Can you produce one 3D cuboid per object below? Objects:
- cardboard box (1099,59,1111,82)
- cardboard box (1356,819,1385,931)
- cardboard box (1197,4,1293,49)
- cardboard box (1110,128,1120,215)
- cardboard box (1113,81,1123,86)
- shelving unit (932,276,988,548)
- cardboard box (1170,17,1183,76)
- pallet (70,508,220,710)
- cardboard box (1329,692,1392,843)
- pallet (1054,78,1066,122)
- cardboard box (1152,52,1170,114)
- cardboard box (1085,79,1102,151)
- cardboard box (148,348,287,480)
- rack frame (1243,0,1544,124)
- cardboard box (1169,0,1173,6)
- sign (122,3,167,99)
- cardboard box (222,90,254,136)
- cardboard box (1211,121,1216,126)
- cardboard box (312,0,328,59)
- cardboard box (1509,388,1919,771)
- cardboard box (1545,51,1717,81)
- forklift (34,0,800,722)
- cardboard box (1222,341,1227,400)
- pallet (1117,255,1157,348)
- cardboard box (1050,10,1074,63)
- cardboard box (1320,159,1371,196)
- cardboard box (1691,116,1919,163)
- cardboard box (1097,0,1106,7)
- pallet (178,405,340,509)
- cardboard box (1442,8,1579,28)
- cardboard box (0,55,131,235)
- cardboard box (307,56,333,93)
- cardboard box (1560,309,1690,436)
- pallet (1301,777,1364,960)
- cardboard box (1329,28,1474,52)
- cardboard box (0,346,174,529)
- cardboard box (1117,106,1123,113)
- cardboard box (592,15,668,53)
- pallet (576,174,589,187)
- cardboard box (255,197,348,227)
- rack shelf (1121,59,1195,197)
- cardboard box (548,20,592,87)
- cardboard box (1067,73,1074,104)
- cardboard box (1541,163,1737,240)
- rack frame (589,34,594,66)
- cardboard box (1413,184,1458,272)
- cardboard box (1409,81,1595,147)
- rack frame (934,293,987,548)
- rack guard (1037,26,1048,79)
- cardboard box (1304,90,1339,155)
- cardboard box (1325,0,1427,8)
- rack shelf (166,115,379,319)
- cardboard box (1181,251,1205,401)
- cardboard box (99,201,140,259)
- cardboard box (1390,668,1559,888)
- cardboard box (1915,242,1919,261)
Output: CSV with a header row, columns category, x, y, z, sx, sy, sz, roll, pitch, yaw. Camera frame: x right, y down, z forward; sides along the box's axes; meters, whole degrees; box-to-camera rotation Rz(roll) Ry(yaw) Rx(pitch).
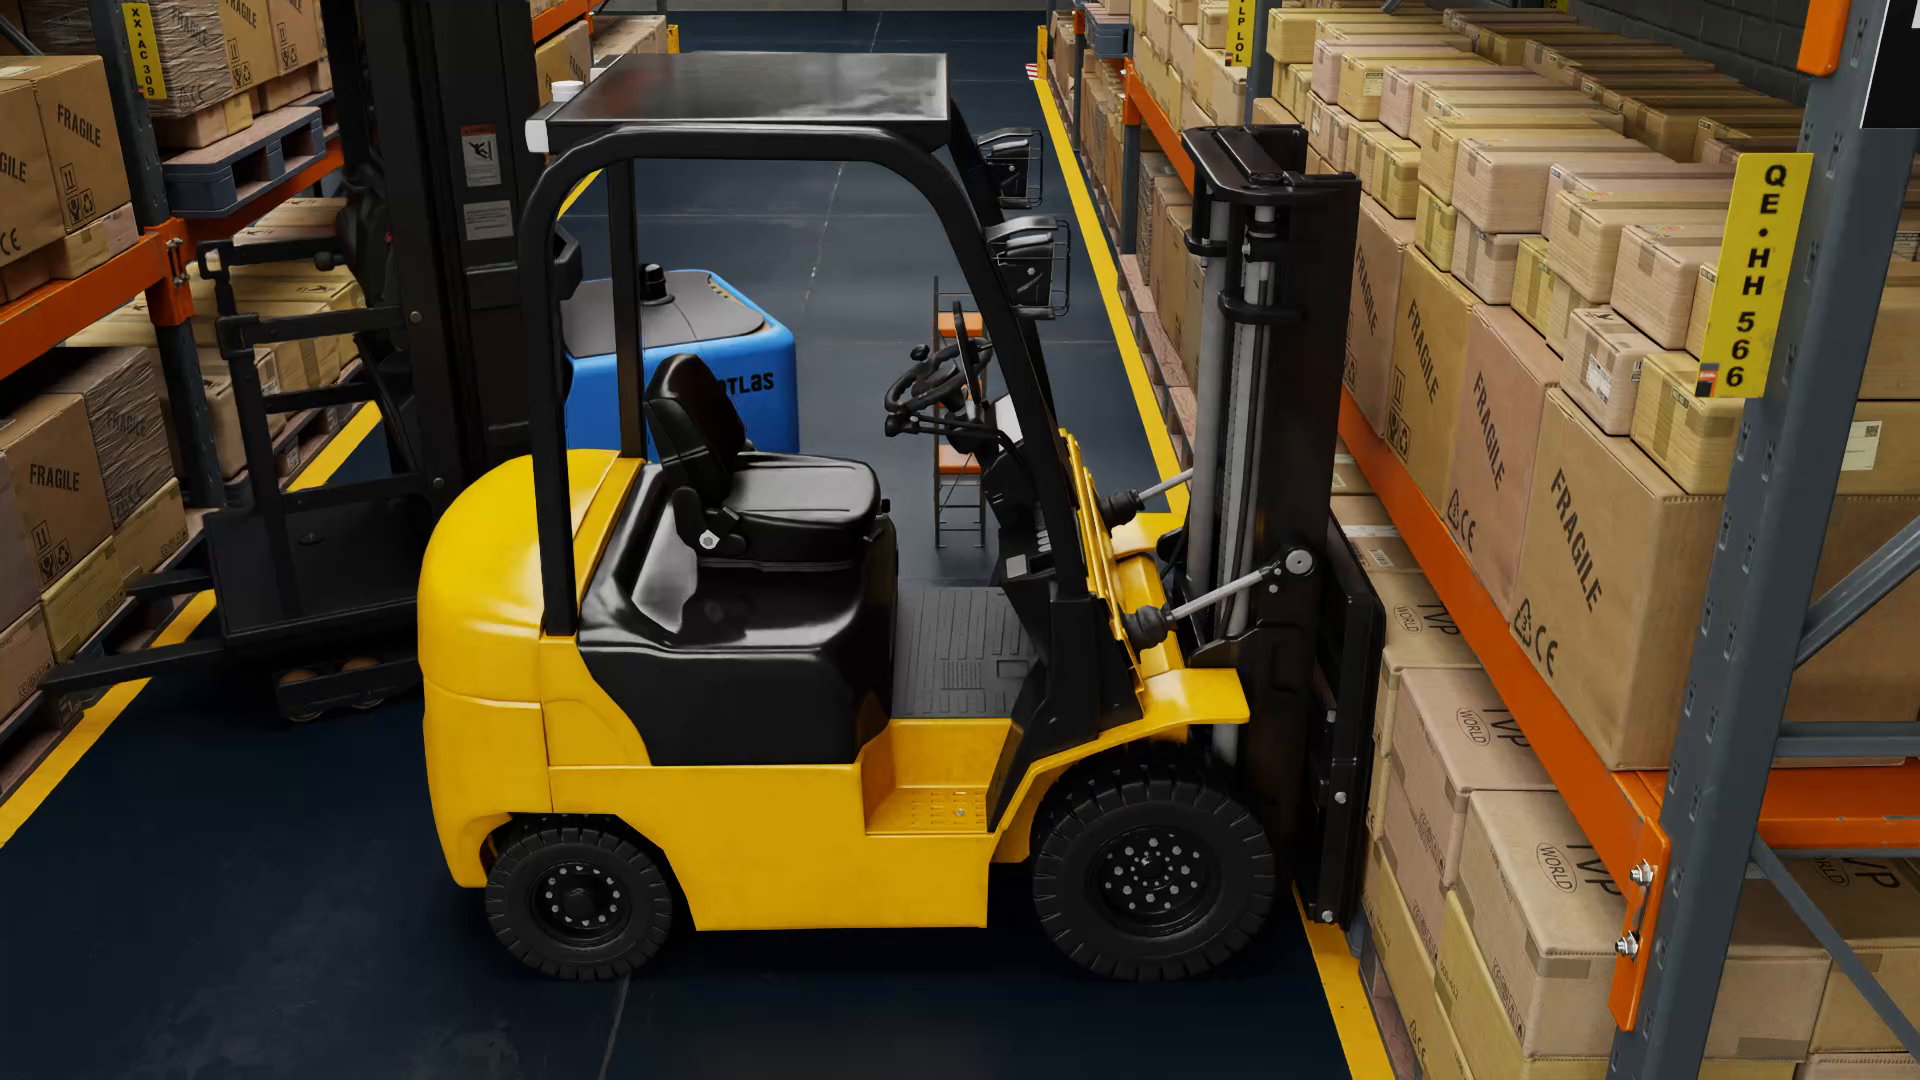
category,x,y,z,sx,sy,sz,roll,pitch,yaw
cardboard box,1.281,-3.626,12.863,0.380,0.149,0.250,-1,24,-3
cardboard box,1.266,0.757,4.264,0.500,0.250,0.500,0,24,0
cardboard box,1.203,-2.146,6.946,0.380,0.149,0.250,-1,24,-2
cardboard box,1.277,-2.430,11.006,0.500,0.500,0.500,-1,24,-1
cardboard box,1.295,-3.196,11.914,0.380,0.149,0.250,0,24,0
shelving unit,-0.001,-0.500,6.582,0.215,1.050,0.252,0,24,-1
cardboard box,1.275,-2.341,7.861,0.500,0.250,0.500,0,24,0
pallet,-3.385,0.221,6.005,1.003,0.211,1.213,0,24,-1
cardboard box,1.240,0.514,4.195,0.500,0.250,0.500,-1,24,-2
pallet,1.425,-4.163,15.698,1.003,0.211,1.213,0,24,-1
cardboard box,1.265,-2.326,8.435,0.500,0.250,0.500,-1,24,-2
cardboard box,1.244,-3.279,12.884,0.500,0.500,0.500,-1,24,-1
cardboard box,-3.436,-0.536,6.974,0.950,0.372,0.625,0,24,0
rack frame,1.536,-1.350,6.094,1.000,3.000,0.127,0,24,-1
cardboard box,1.225,-2.675,8.115,0.380,0.149,0.250,0,24,1
sign,-2.885,-1.726,5.876,0.100,0.325,0.005,0,24,-1
cardboard box,-3.112,-1.735,6.741,0.380,0.149,0.250,0,24,1
cardboard box,1.268,-1.488,6.582,0.500,0.250,0.500,0,24,1
cardboard box,-3.160,-2.515,7.678,0.500,0.500,0.500,-1,24,-3
cardboard box,1.311,0.051,2.875,0.500,0.500,0.500,-1,24,-2
cardboard box,1.867,-1.274,4.657,0.380,0.149,0.250,-1,24,-1
forklift,-2.115,-0.990,5.383,3.031,2.935,1.130,-11,27,-23
cardboard box,1.227,-0.543,5.925,0.500,0.250,0.500,-1,24,-1
pallet,1.462,-1.388,9.563,1.003,0.211,1.213,0,24,-1
cardboard box,1.316,-5.096,16.897,0.797,0.503,0.637,-1,24,-3
cardboard box,1.308,-0.788,4.731,0.500,0.500,0.500,0,24,-1
cardboard box,1.883,-0.853,3.727,0.380,0.149,0.250,-1,24,-2
cardboard box,1.157,-3.554,10.641,0.500,0.250,0.500,-1,24,-3
pallet,-3.438,-0.376,7.326,1.003,0.211,1.213,0,24,-1
cardboard box,1.841,-1.696,5.591,0.380,0.149,0.250,0,24,0
cardboard box,-3.174,-1.325,5.557,0.500,0.500,0.500,-1,24,-2
cardboard box,-3.104,-2.169,7.701,0.380,0.149,0.250,1,24,1
cardboard box,1.263,-0.289,2.841,0.380,0.149,0.250,0,24,0
pallet,1.519,0.753,4.830,1.003,0.211,1.213,0,24,-1
cardboard box,1.347,-1.481,5.116,0.380,0.149,0.250,-1,24,-2
cardboard box,-3.153,-0.363,5.831,0.500,0.500,0.500,-1,24,-1
cardboard box,1.240,-2.769,10.970,0.380,0.149,0.250,-1,24,-2
cardboard box,-3.452,-5.023,16.816,0.875,0.438,0.875,-1,24,-2
pallet,-3.431,-3.034,13.203,1.003,0.211,1.213,0,24,-1
cardboard box,-3.475,-1.735,9.626,0.950,0.372,0.625,-2,24,-4
rack shelf,1.514,-1.846,8.065,1.077,0.370,4.000,0,24,-1
cardboard box,-3.428,-3.591,13.118,0.875,0.875,0.875,0,24,1
cardboard box,1.145,-3.967,14.690,0.396,0.266,0.258,1,24,1
cardboard box,1.372,-0.637,3.249,0.380,0.149,0.250,0,24,0
rack frame,-3.515,-4.622,13.330,1.000,3.000,0.127,0,24,-1
cardboard box,1.257,-0.713,3.777,0.380,0.149,0.250,0,24,0
cardboard box,1.356,-1.061,4.186,0.380,0.149,0.250,0,24,0
rack frame,0.001,-0.450,6.471,0.200,1.050,0.008,0,24,-1
rack guard,1.405,-5.124,17.473,1.175,0.500,0.348,0,24,-1
cardboard box,1.240,-1.242,4.948,0.380,0.149,0.250,0,24,1
cardboard box,1.793,-2.258,7.194,0.380,0.149,0.250,0,24,-1
rack shelf,-3.450,-1.822,8.012,1.077,0.370,4.000,0,24,-1
cardboard box,1.518,-0.994,7.679,0.875,0.625,0.625,0,24,-1
cardboard box,-3.120,-1.080,5.804,0.380,0.149,0.250,-1,24,-1
cardboard box,1.251,0.506,3.606,0.500,0.250,0.500,0,24,0
cardboard box,1.849,-0.427,2.785,0.380,0.149,0.250,1,24,1
